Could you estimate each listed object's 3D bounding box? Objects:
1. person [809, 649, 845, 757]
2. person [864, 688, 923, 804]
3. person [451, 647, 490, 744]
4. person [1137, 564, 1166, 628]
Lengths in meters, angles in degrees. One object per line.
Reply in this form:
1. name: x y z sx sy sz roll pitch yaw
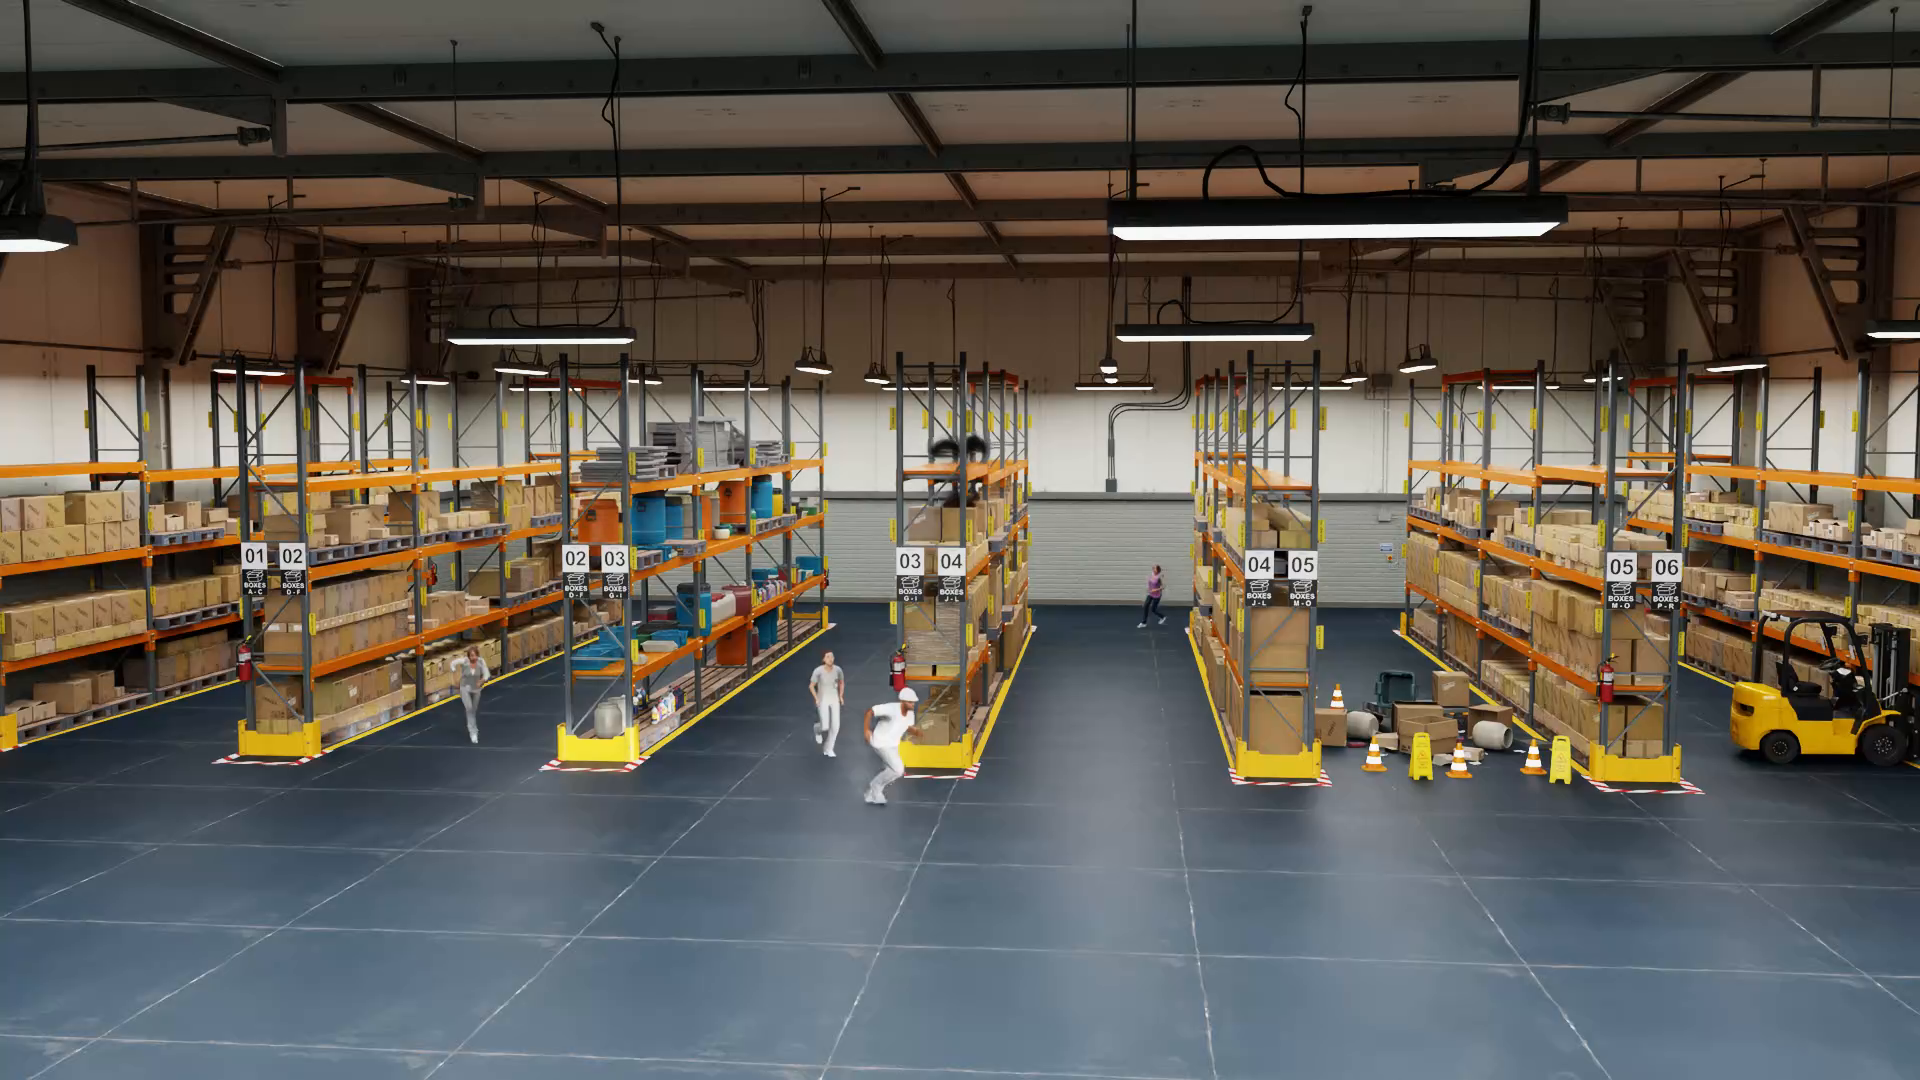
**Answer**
1. person: -2.006 2.427 25.004 0.550 1.610 0.628 -1 4 -20
2. person: -0.910 2.677 21.495 0.887 1.579 0.739 3 5 35
3. person: -7.711 2.406 26.189 0.584 1.549 0.905 -1 4 -20
4. person: 4.753 1.361 40.290 0.823 1.560 0.589 -3 5 -34
